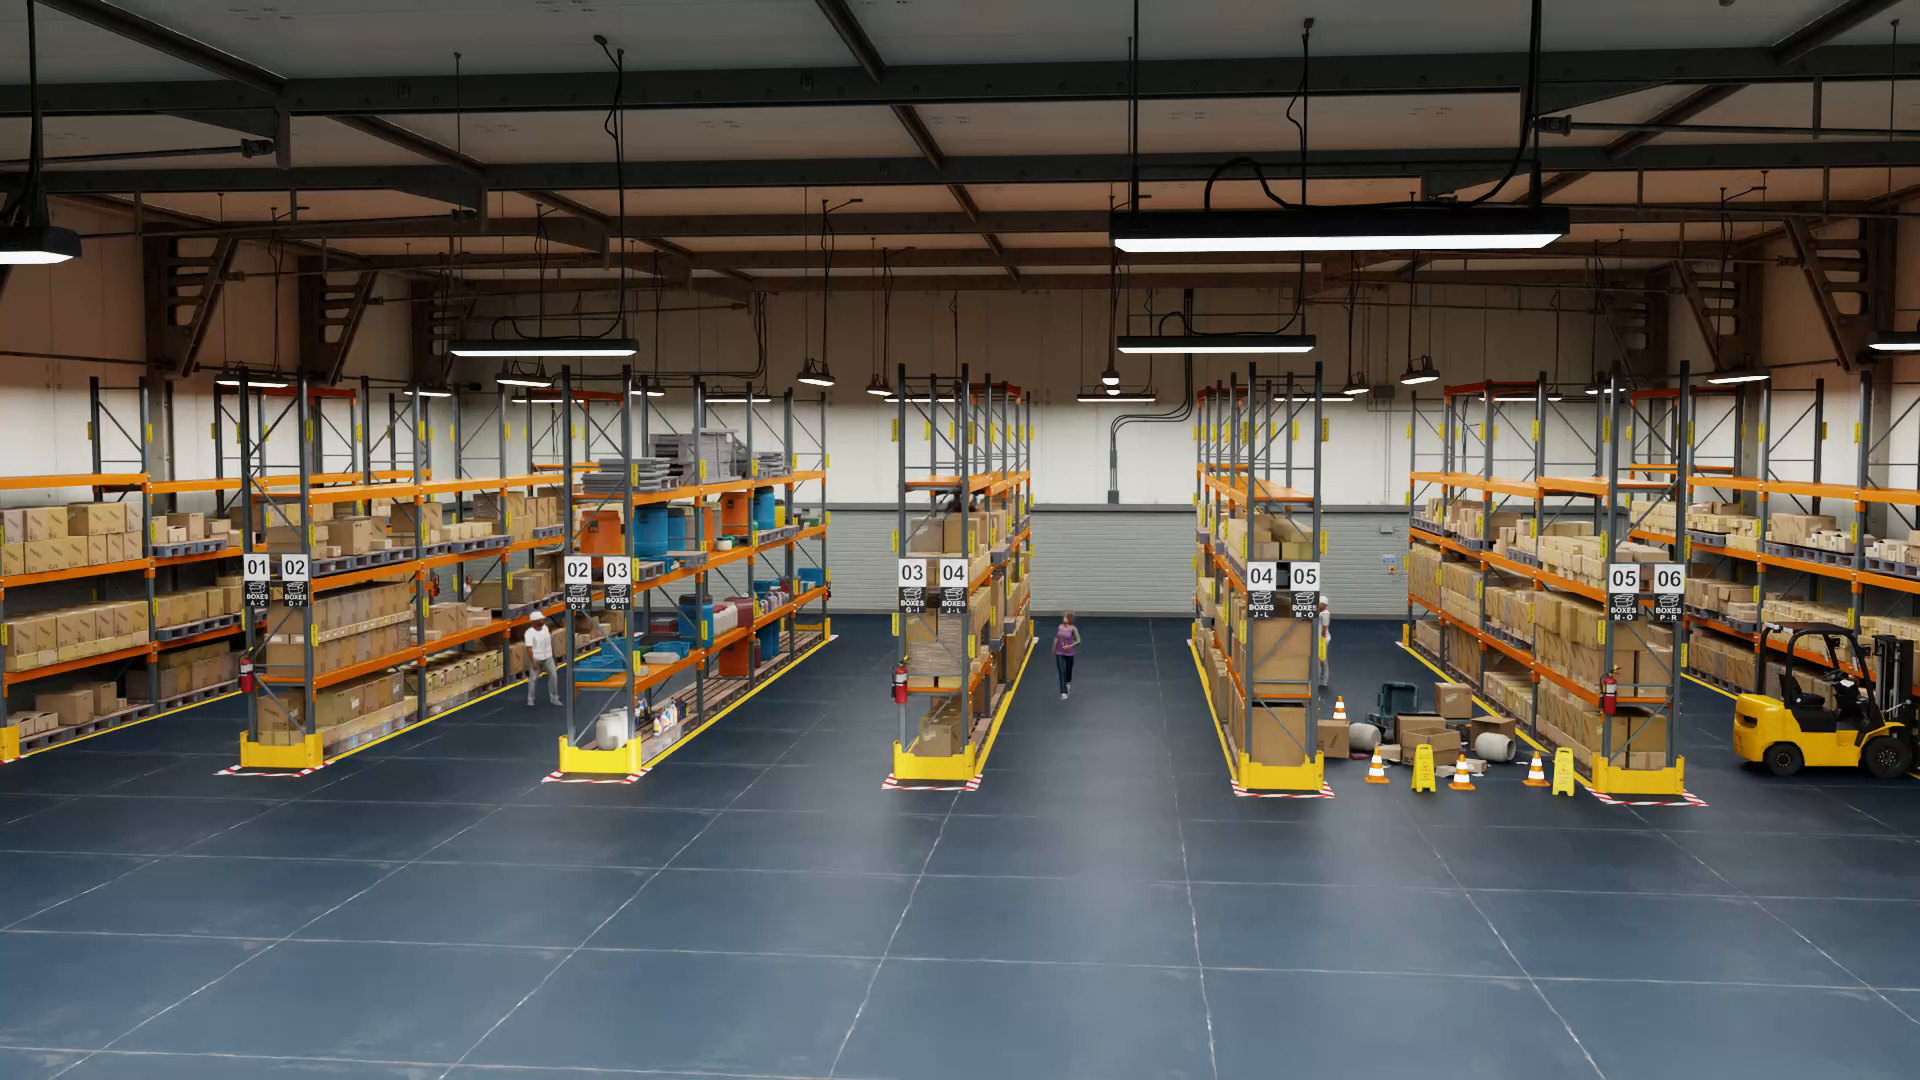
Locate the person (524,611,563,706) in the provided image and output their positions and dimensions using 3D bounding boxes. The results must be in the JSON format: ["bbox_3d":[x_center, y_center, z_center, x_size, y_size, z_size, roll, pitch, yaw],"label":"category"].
[{"bbox_3d":[-7.669,2.195,30.567,0.706,1.793,0.573,-3,5,-41],"label":"person"}]

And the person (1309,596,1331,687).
[{"bbox_3d":[7.123,2.003,32.931,0.483,1.787,0.622,2,4,26],"label":"person"}]

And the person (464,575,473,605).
[{"bbox_3d":[-11.928,1.615,40.424,0.413,1.565,0.618,0,4,-2],"label":"person"}]

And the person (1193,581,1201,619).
[{"bbox_3d":[6.017,1.499,41.227,0.474,1.680,0.480,-3,5,-36],"label":"person"}]

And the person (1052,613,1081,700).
[{"bbox_3d":[1.942,2.105,30.447,0.534,1.534,0.911,0,4,8],"label":"person"}]
